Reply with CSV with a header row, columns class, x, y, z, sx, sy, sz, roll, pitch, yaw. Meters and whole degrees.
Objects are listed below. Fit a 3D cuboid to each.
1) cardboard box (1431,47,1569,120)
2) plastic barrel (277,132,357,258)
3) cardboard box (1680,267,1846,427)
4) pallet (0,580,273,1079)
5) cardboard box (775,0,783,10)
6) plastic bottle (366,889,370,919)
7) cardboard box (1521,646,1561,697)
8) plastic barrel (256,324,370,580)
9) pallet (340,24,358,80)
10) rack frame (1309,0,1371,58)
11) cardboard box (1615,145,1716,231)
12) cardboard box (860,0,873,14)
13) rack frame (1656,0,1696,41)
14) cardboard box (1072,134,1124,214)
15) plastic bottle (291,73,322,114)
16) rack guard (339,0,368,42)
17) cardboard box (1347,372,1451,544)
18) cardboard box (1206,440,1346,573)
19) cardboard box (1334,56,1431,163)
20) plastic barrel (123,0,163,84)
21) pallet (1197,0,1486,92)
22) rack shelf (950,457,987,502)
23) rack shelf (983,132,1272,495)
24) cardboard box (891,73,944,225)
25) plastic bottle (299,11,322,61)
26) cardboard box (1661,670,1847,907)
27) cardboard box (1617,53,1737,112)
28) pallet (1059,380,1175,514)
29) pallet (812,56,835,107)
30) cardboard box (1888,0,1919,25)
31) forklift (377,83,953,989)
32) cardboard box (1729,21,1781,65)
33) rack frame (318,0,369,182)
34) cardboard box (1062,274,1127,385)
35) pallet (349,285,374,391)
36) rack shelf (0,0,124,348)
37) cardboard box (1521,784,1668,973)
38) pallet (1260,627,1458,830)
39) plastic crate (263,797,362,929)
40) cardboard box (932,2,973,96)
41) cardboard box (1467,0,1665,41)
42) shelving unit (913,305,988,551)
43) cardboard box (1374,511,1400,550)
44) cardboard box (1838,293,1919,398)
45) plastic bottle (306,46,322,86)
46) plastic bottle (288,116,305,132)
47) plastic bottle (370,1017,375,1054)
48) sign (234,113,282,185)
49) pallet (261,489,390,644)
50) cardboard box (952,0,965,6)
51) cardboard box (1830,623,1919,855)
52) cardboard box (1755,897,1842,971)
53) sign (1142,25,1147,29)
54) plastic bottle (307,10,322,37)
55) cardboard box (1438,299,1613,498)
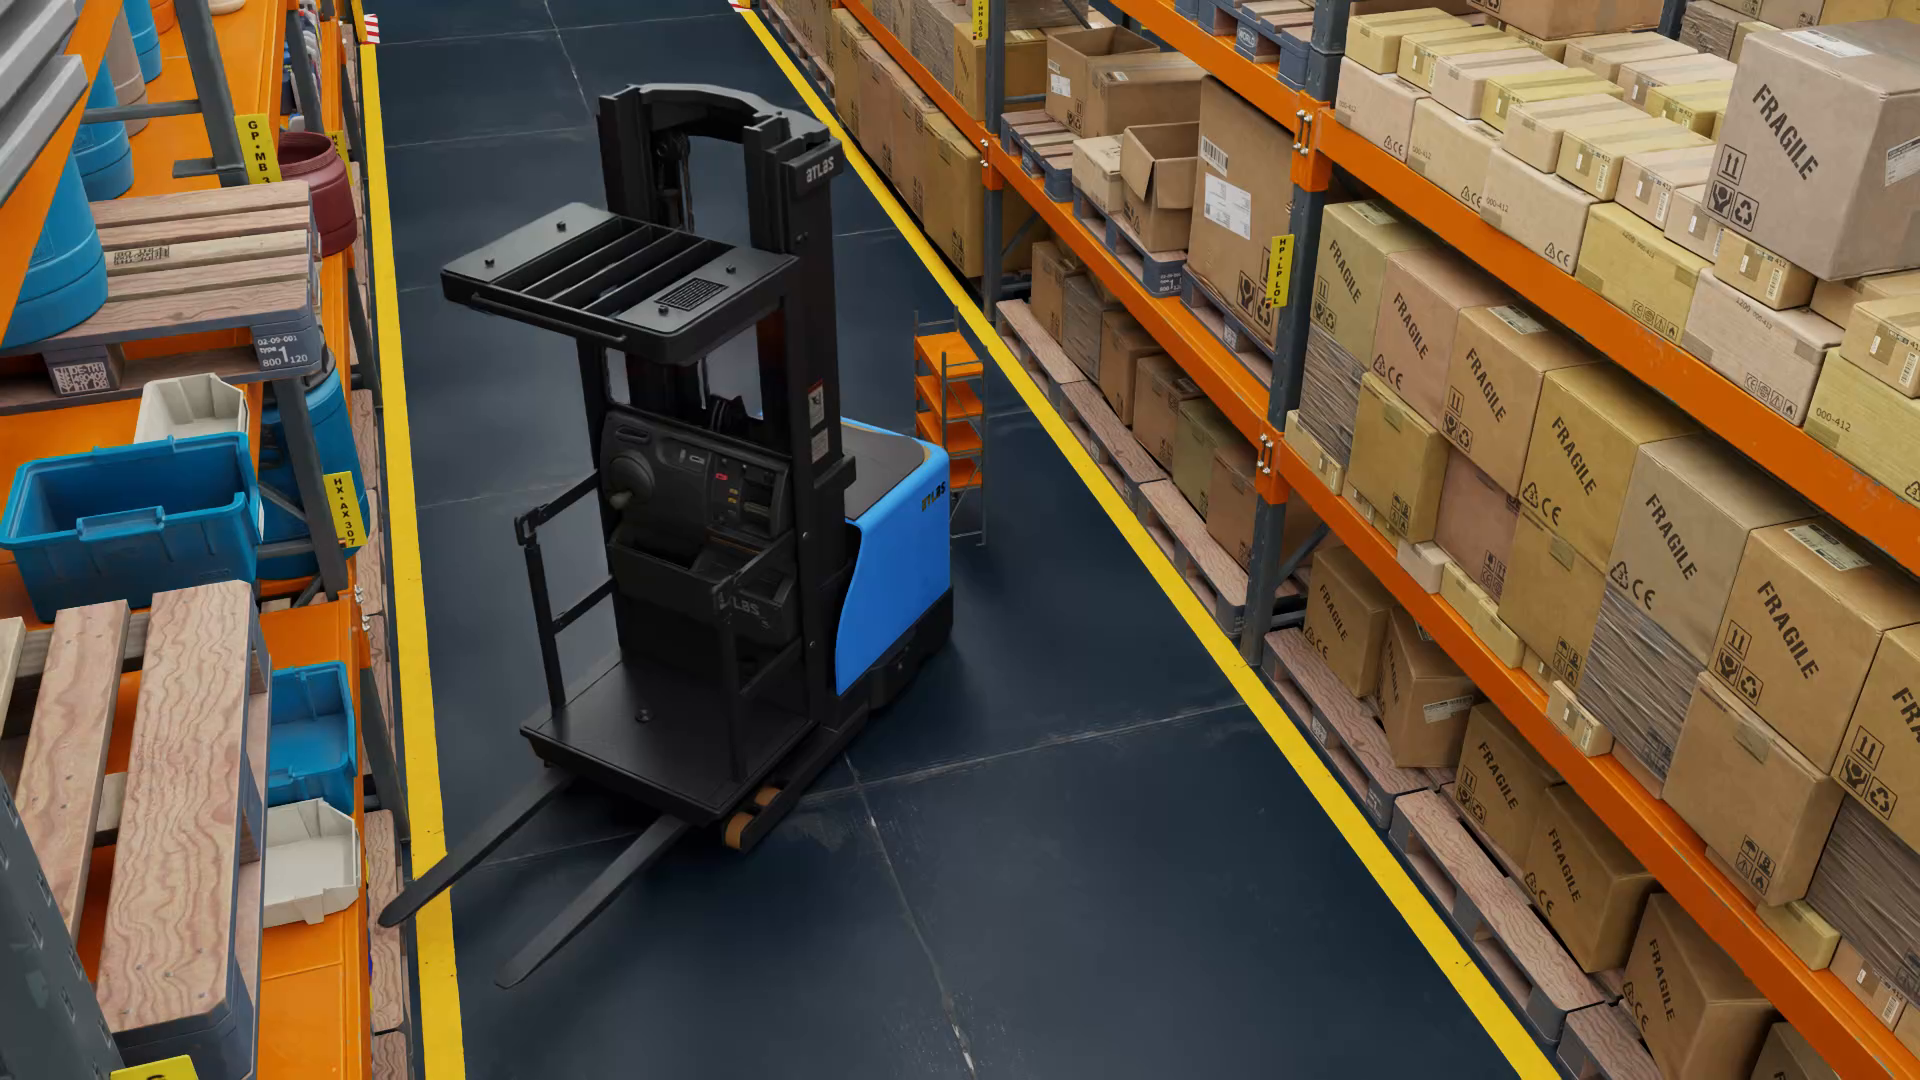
class,x,y,z,sx,sy,sz,roll,pitch,yaw
cardboard box,1.889,-1.600,5.823,0.380,0.149,0.250,-10,35,-14
plastic barrel,-3.633,-1.873,9.060,0.600,0.536,0.708,-10,35,-15
cardboard box,2.402,-0.573,4.632,0.500,0.250,0.500,-9,35,-14
pallet,-1.782,0.567,2.940,1.003,0.211,1.213,-10,35,-15
cardboard box,-1.515,-6.009,16.988,0.875,0.875,0.875,-10,35,-15
plastic bottle,-2.372,1.302,6.382,0.144,0.351,0.185,-11,35,-16
cardboard box,2.243,0.435,5.918,0.380,0.149,0.250,-10,35,-15
plastic barrel,-2.672,-0.372,6.457,0.600,0.901,0.708,-10,35,-15
pallet,-6.289,-4.607,15.849,1.003,0.211,1.213,-10,35,-15
rack frame,1.874,-3.245,5.818,1.000,3.000,0.127,-10,35,-15
cardboard box,2.224,-1.067,5.017,0.380,0.149,0.250,-9,35,-14
cardboard box,-0.510,-4.437,12.972,0.500,0.500,0.500,-10,35,-15
rack frame,5.408,-3.623,11.832,1.000,3.000,0.127,-10,35,-15
cardboard box,0.946,-2.036,9.185,0.500,0.250,0.500,-11,35,-16
plastic bottle,-4.310,-2.967,10.952,0.152,0.276,0.135,-10,35,-15
rack guard,-6.523,-5.177,16.451,1.175,0.500,0.348,-10,35,-15
cardboard box,2.071,-0.393,6.583,0.875,0.500,0.500,-10,35,-15
cardboard box,1.707,-0.209,8.533,0.700,0.500,0.500,-13,36,-18
cardboard box,1.767,-1.652,6.263,0.500,0.250,0.500,-11,35,-17
plastic barrel,-3.604,-2.287,6.634,0.600,0.901,0.708,-10,35,-15
pallet,1.787,-2.257,7.214,1.213,0.211,1.003,-10,35,-15
rack shelf,-0.050,-0.366,9.017,0.258,0.148,0.480,-10,35,-15
rack shelf,1.264,-1.492,9.259,1.077,0.370,4.000,-10,35,-15
cardboard box,0.199,-2.966,12.384,1.225,0.875,0.875,-10,35,-15
plastic bottle,-4.635,-3.564,11.787,0.144,0.351,0.185,-10,35,-15
cardboard box,2.686,0.656,4.995,0.875,0.500,0.500,-10,35,-15
cardboard box,2.511,-1.562,5.766,0.380,0.149,0.250,-11,35,-16
pallet,1.259,-0.629,9.830,1.003,0.211,1.213,-10,35,-15
pallet,-0.724,-4.191,15.221,1.003,0.211,1.213,-10,35,-15
cardboard box,6.006,-3.042,9.955,0.700,0.500,0.500,-10,35,-15
forklift,-1.208,-0.190,6.699,1.130,2.935,3.031,18,37,25
cardboard box,5.446,-3.117,10.976,0.500,0.500,0.500,-10,35,-15
rack frame,-5.283,-4.109,12.568,1.000,3.000,0.127,-10,35,-15
cardboard box,1.059,-1.345,10.253,0.700,0.500,0.500,-13,36,-19
pallet,-4.343,-1.253,10.774,1.003,0.211,1.213,-10,35,-15
rack shelf,-2.233,-0.895,3.277,1.077,0.370,4.000,-10,35,-15
cardboard box,2.532,1.255,6.336,0.500,0.500,0.500,-7,34,-10
pallet,2.113,0.768,7.716,1.003,0.211,1.213,-10,35,-15
plastic crate,-2.106,1.011,5.058,0.530,0.136,0.437,-10,35,-15
cardboard box,0.121,-3.364,11.349,0.500,0.500,0.500,-10,35,-15
cardboard box,2.254,-2.175,6.105,0.500,0.500,0.500,-11,35,-16
shelving unit,-0.050,-0.587,8.870,0.258,1.200,0.503,-10,35,-15
cardboard box,1.905,-0.084,6.704,0.380,0.149,0.250,-10,35,-15
cardboard box,2.458,-0.500,4.159,0.380,0.149,0.250,-10,35,-14
plastic bottle,-4.478,-3.256,11.389,0.152,0.276,0.135,-10,35,-15
plastic bottle,-4.028,-2.482,10.217,0.152,0.276,0.135,-10,35,-15
plastic bottle,-2.169,1.690,5.863,0.152,0.276,0.135,-9,35,-14
sign,-2.316,-1.251,5.513,0.100,0.325,0.005,-10,35,-15
pallet,-3.495,0.207,8.565,1.003,0.211,1.213,-10,35,-15
cardboard box,0.250,-4.032,11.449,0.797,0.503,0.637,-9,35,-14
cardboard box,2.691,0.528,4.282,0.500,0.500,0.500,-10,35,-15
cardboard box,2.610,1.094,4.921,0.380,0.149,0.250,-10,35,-15
sign,1.168,-3.388,10.498,0.100,0.325,0.005,-10,35,-15
plastic bottle,-4.794,-3.818,12.306,0.097,0.201,0.097,0,33,0
cardboard box,2.075,-0.521,5.870,0.500,0.500,0.500,-10,35,-15
